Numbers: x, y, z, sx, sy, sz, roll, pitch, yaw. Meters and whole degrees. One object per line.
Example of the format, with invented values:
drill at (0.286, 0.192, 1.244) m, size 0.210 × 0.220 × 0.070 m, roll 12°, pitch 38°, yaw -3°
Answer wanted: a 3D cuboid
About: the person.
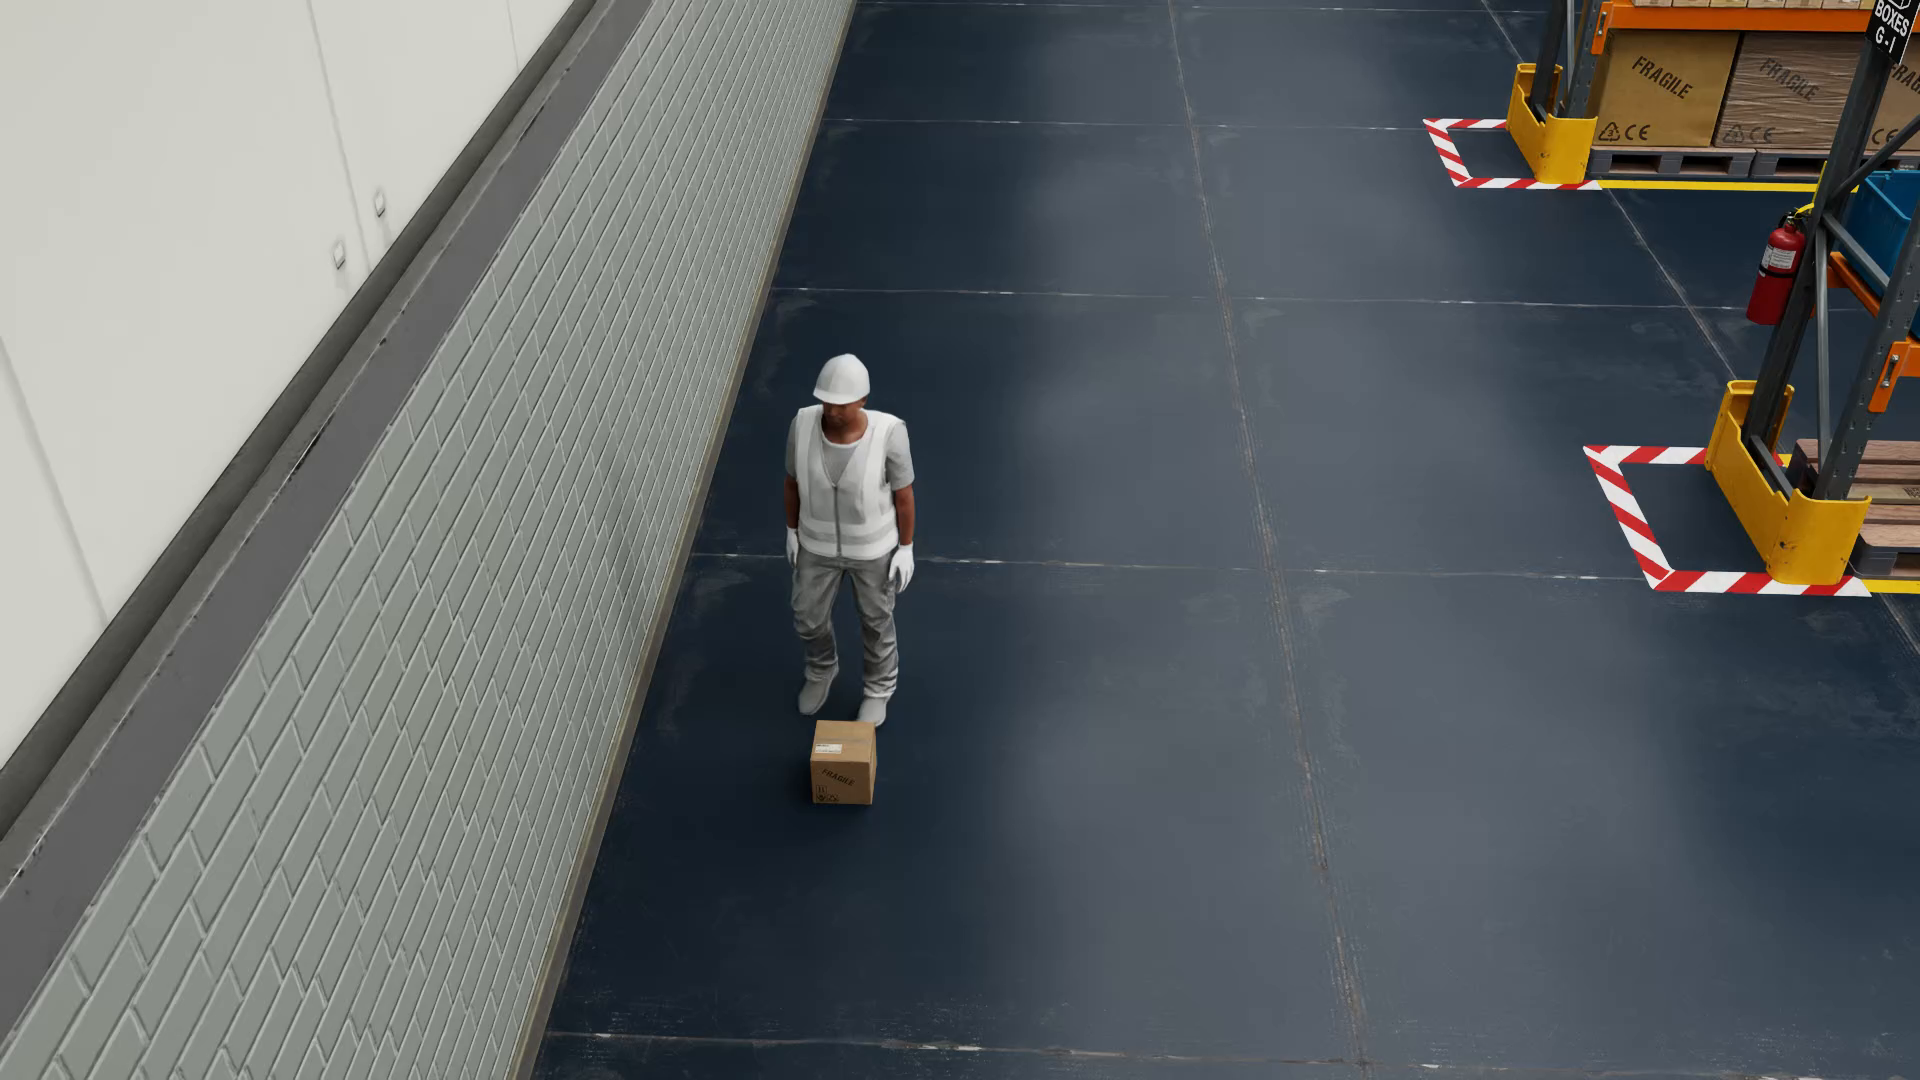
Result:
person at (-0.471, 0.040, 7.039) m, size 0.570 × 1.827 × 0.383 m, roll 5°, pitch 36°, yaw 7°
